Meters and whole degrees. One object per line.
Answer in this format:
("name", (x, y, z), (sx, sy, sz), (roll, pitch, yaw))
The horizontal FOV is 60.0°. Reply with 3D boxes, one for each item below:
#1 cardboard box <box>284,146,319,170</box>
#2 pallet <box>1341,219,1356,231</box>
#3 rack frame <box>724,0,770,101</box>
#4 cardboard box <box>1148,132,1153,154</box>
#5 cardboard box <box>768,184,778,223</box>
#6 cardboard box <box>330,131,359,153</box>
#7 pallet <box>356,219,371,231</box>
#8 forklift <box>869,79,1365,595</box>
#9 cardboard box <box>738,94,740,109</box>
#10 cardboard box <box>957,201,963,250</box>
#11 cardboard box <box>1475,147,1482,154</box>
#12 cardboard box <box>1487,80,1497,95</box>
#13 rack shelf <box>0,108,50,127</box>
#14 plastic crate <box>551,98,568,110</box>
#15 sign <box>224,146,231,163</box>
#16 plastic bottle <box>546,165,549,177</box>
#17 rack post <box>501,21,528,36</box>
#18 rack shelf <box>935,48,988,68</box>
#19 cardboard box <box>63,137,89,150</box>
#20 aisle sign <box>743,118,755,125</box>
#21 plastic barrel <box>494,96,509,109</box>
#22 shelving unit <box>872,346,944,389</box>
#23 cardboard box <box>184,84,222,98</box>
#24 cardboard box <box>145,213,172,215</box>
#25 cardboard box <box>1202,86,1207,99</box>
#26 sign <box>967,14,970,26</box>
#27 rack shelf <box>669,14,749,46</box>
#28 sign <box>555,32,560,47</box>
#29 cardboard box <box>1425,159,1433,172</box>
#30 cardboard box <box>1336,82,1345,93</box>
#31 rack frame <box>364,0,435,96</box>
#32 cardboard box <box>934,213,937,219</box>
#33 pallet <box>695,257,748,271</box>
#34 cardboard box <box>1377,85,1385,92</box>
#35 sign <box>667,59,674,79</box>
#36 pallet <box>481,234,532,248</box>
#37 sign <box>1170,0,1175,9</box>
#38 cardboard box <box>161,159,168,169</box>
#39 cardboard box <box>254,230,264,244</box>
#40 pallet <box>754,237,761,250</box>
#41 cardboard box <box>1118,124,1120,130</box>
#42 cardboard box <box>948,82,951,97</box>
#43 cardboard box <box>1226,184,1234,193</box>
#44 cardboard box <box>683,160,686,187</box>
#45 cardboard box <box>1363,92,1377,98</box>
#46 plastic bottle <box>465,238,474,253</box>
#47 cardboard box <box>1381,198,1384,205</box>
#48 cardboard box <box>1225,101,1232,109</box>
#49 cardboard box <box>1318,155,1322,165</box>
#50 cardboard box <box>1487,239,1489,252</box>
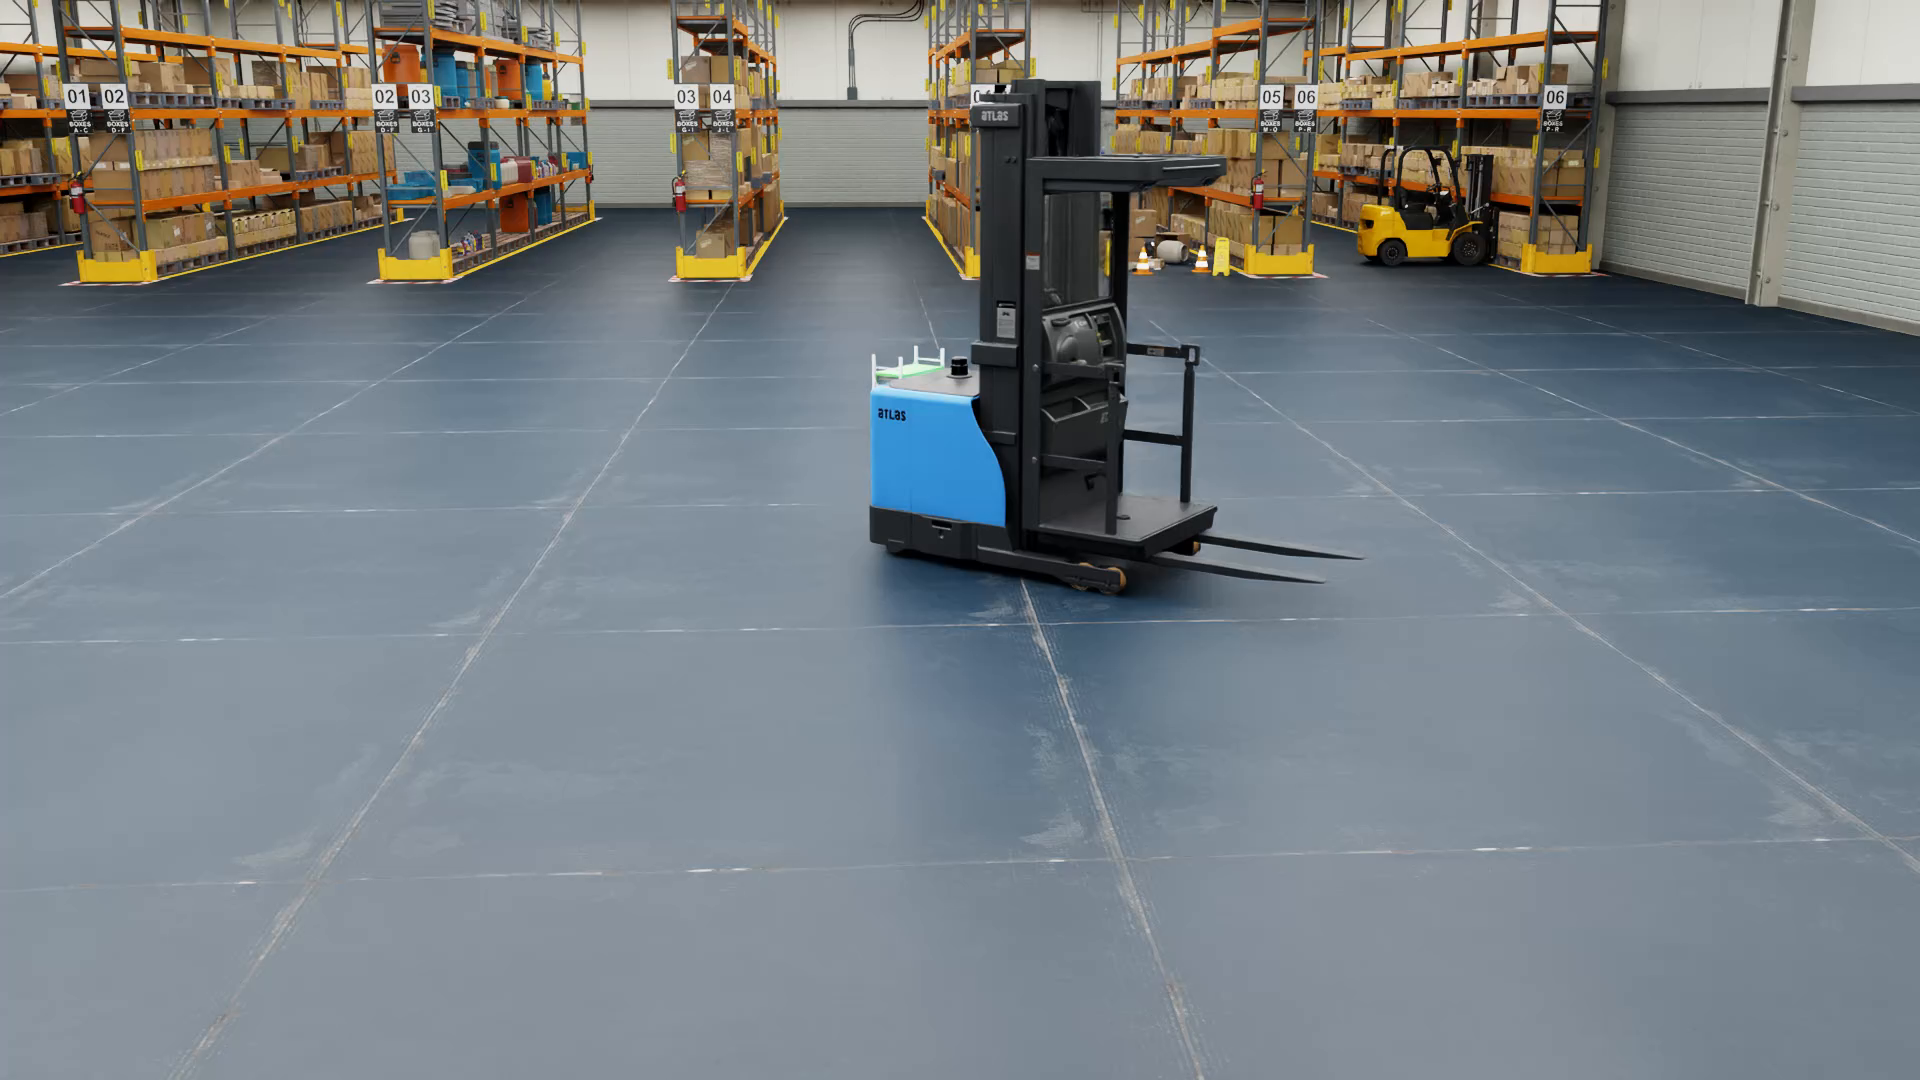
("cardboard box", (-14.681, -8.457, 36.833), (0.700, 0.500, 0.500), (2, 15, 7))
("pallet", (9.909, -7.645, 40.317), (1.003, 0.211, 1.213), (-1, 14, -3))
("rack frame", (-5.024, -11.872, 39.110), (1.000, 3.000, 0.127), (-1, 14, -3))
("cardboard box", (4.695, -9.288, 38.897), (0.500, 0.500, 0.500), (-1, 14, -5))
("cardboard box", (-4.964, -7.982, 39.452), (1.225, 0.875, 0.875), (-1, 14, -3))
("cardboard box", (-14.660, -9.469, 39.602), (0.500, 0.500, 0.500), (-1, 14, -2))
("pallet", (-14.953, -7.635, 40.278), (1.003, 0.211, 1.213), (-1, 14, -3))
("forklift", (0.930, -1.244, 9.980), (3.031, 2.935, 1.130), (9, 17, 32))
("cardboard box", (-4.090, -7.615, 28.882), (0.500, 0.250, 0.500), (-1, 14, -5))
("cardboard box", (0.398, -6.046, 31.925), (0.875, 0.875, 0.875), (-1, 14, -3))
("cardboard box", (10.085, -7.438, 31.816), (0.380, 0.149, 0.250), (-1, 14, -2))
("cardboard box", (10.106, -8.473, 31.146), (0.396, 0.266, 0.258), (-1, 14, -5))
("rack shelf", (-19.483, -8.350, 32.882), (1.077, 0.370, 4.000), (-1, 14, -3))
("plastic crate", (-9.770, -10.593, 40.420), (0.497, 0.269, 0.590), (-1, 14, -3))
("sign", (-13.862, -7.292, 31.451), (0.100, 0.325, 0.005), (-1, 14, -3))
("plastic bottle", (-9.566, -8.521, 38.373), (0.152, 0.276, 0.135), (-1, 14, -3))
("rack post", (-9.805, -10.944, 35.653), (0.954, 0.300, 0.937), (-1, 14, -3))
("rack shelf", (0.057, -10.884, 37.516), (1.077, 0.370, 4.000), (-1, 14, -3))
("cardboard box", (-19.447, -8.683, 36.411), (0.500, 0.250, 0.500), (-1, 14, -3))
("aisle sign", (-5.575, -11.234, 43.451), (0.394, 0.787, 0.004), (-1, 14, -3))
("plastic barrel", (-9.408, -8.969, 34.122), (0.301, 0.262, 0.301), (0, 14, 0))
("shelving unit", (-0.344, -0.678, 11.252), (0.258, 1.200, 0.503), (9, 17, 32))
("cardboard box", (-14.444, -8.562, 31.722), (0.500, 0.250, 0.500), (1, 14, 2))
("cardboard box", (-14.637, -5.691, 30.297), (0.500, 0.500, 0.500), (-1, 14, -3))
("cardboard box", (5.156, -8.983, 33.357), (0.500, 0.250, 0.500), (-1, 14, -3))
("sign", (0.240, -13.451, 43.053), (0.100, 0.325, 0.005), (-1, 14, -3))
("rack shelf", (-4.404, -9.035, 29.534), (1.077, 0.370, 4.000), (-1, 14, -3))
("sign", (-9.418, -11.703, 38.870), (0.100, 0.325, 0.005), (-1, 14, -3))
("cardboard box", (9.966, -7.751, 34.427), (0.500, 0.250, 0.500), (-1, 14, -2))
("cardboard box", (9.550, -11.085, 40.772), (0.500, 0.250, 0.500), (-1, 14, -3))
("rack frame", (-9.224, -8.811, 27.213), (1.000, 3.000, 0.127), (-1, 14, -3))
("cardboard box", (-0.431, -7.933, 40.719), (0.380, 0.149, 0.250), (-1, 14, -3))
("pallet", (-4.300, -4.854, 29.466), (1.003, 0.211, 1.213), (-1, 14, -3))
("cardboard box", (9.690, -10.261, 37.770), (0.380, 0.149, 0.250), (-1, 14, -5))
("sign", (-4.835, -7.860, 27.760), (0.100, 0.325, 0.005), (-1, 14, -3))
("pallet", (-9.710, -6.352, 35.290), (1.003, 0.211, 1.213), (-1, 14, -3))
("sign", (4.561, -11.550, 35.665), (0.100, 0.325, 0.005), (-1, 14, -3))
("cardboard box", (-14.043, -6.551, 28.964), (0.380, 0.149, 0.250), (-1, 14, -5))
("cardboard box", (-14.258, -6.057, 33.223), (0.500, 0.250, 0.500), (-1, 14, -5))
("pallet", (-4.656, -6.125, 34.406), (1.003, 0.211, 1.213), (-1, 14, -3))
("cardboard box", (4.365, -10.869, 43.741), (0.380, 0.149, 0.250), (-1, 14, -2))
("cardboard box", (0.006, -9.501, 35.050), (0.500, 0.311, 0.500), (-1, 14, -3))
("cardboard box", (5.176, -6.545, 30.948), (0.380, 0.149, 0.250), (-1, 14, -4))
("cardboard box", (-4.438, -6.435, 29.218), (0.875, 0.500, 0.500), (-1, 14, -3))
("cardboard box", (9.564, -10.318, 38.549), (0.380, 0.149, 0.250), (-1, 14, -2))
("plastic bottle", (-9.106, -5.471, 30.852), (0.152, 0.276, 0.135), (-1, 14, -2))
("cardboard box", (9.738, -7.696, 37.789), (0.380, 0.149, 0.250), (-2, 15, -6))
("cardboard box", (5.130, -8.058, 30.809), (0.380, 0.149, 0.250), (-1, 14, -5))
("cardboard box", (9.452, -9.768, 42.676), (0.500, 0.250, 0.500), (-1, 14, -5))
("cardboard box", (10.122, -5.574, 31.346), (0.500, 0.250, 0.500), (0, 14, -2))
